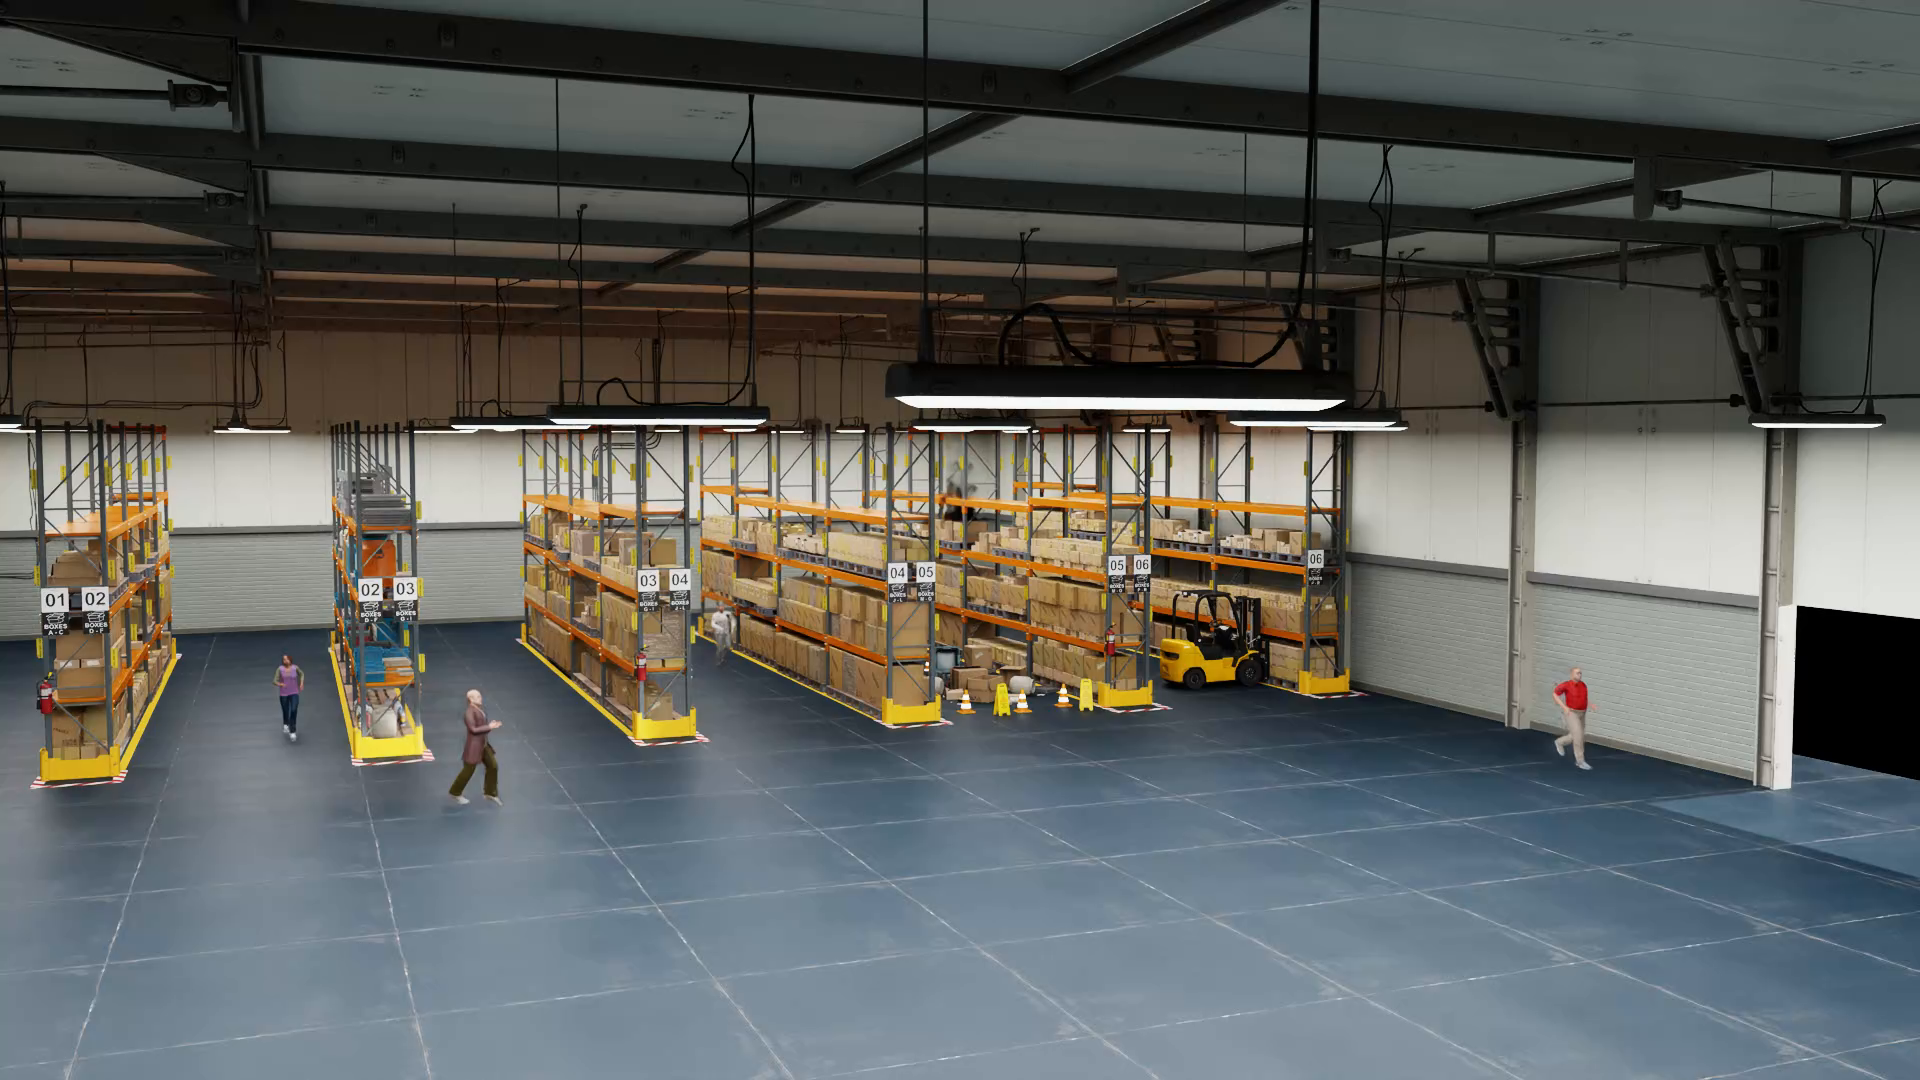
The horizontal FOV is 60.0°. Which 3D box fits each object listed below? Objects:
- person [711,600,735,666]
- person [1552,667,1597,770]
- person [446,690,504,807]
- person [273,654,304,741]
[{"bbox_3d":[-5.862,2.312,41.231,0.634,1.651,0.729,-1,4,-18],"label":"person"},{"bbox_3d":[10.660,3.075,28.916,0.663,1.727,0.903,-2,4,-28],"label":"person"},{"bbox_3d":[-7.489,3.227,25.645,0.865,1.846,0.677,0,4,5],"label":"person"},{"bbox_3d":[-12.713,2.953,31.506,0.548,1.610,0.868,-1,4,-21],"label":"person"}]
